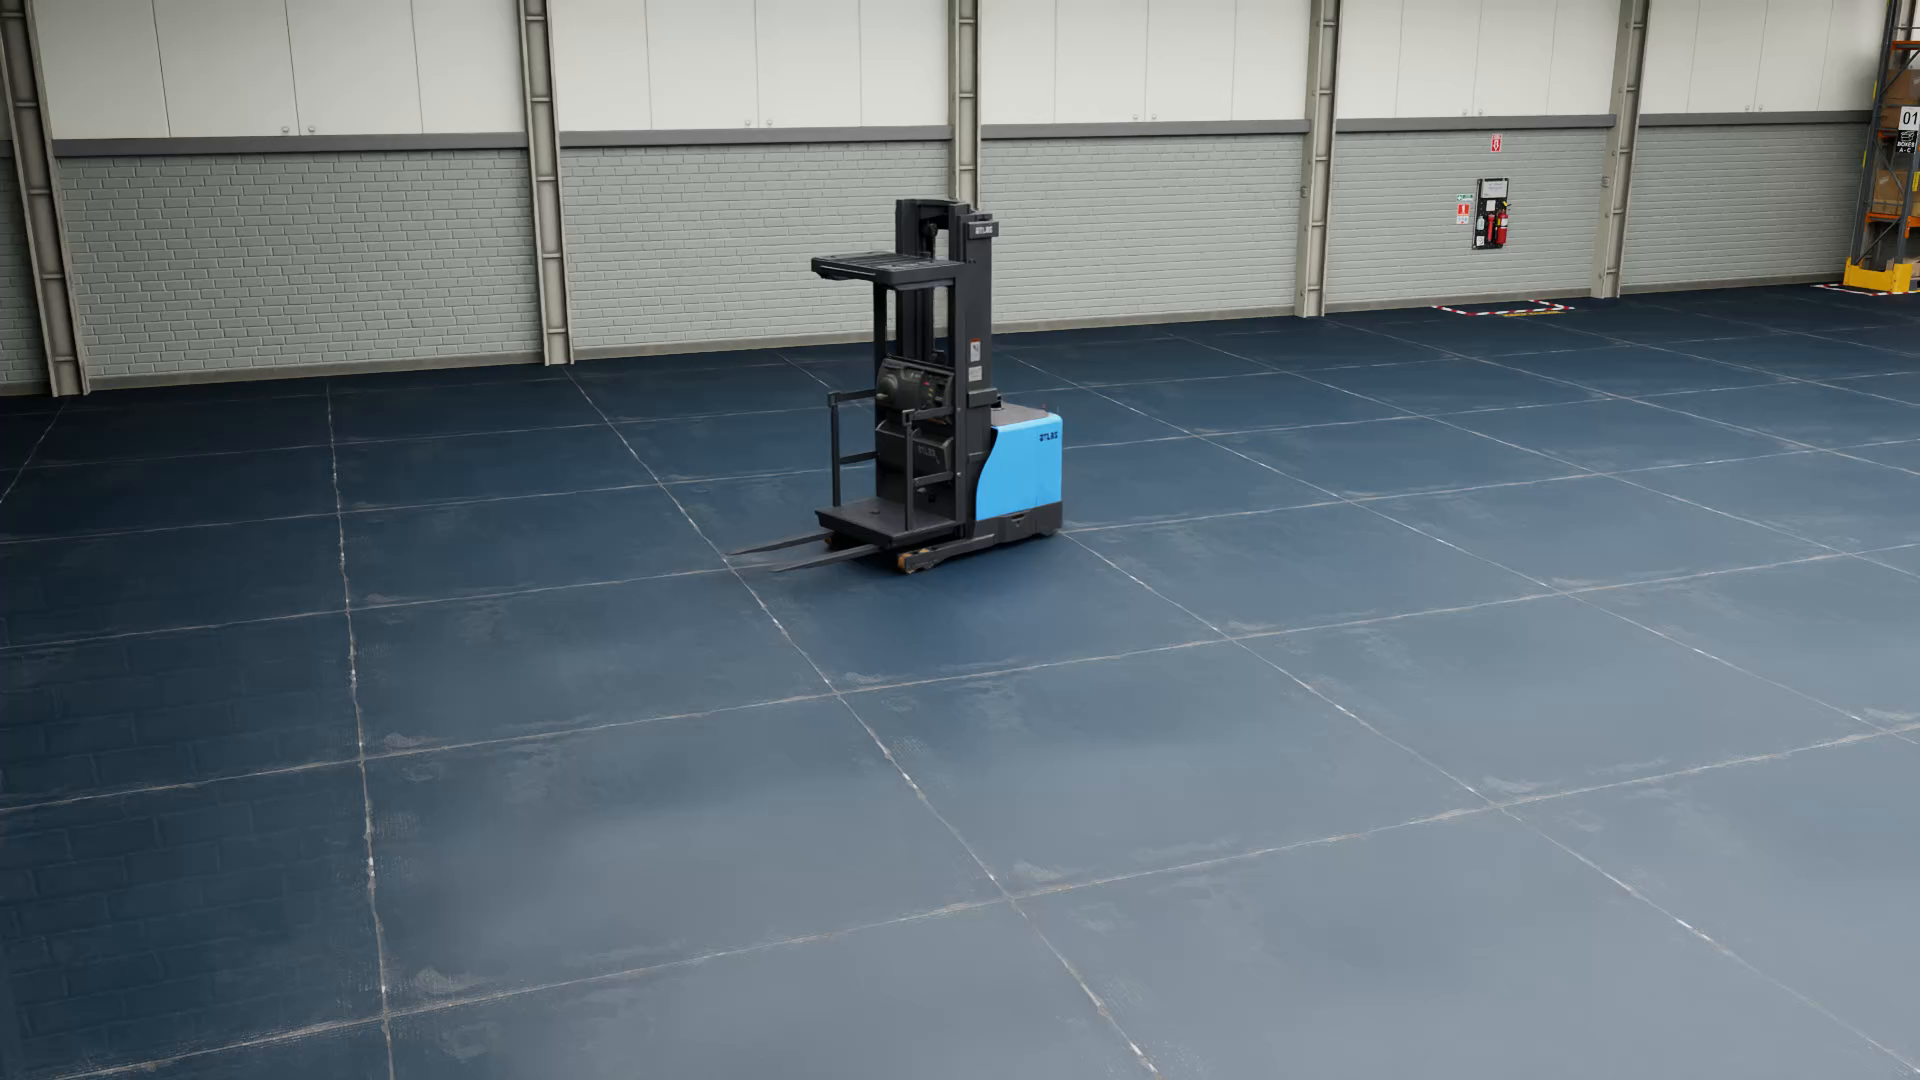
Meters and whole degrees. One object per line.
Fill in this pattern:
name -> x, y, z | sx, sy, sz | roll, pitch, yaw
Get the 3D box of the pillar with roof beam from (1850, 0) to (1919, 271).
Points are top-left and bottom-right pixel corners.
pillar with roof beam -> 18.415, -8.046, 26.027 | 0.400, 9.000, 9.100 | -6, 17, -20

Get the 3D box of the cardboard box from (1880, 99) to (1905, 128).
cardboard box -> 16.829, -7.608, 29.644 | 0.500, 0.500, 0.500 | -5, 17, -16

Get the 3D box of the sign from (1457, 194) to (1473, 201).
sign -> 8.404, -5.697, 27.671 | 0.331, 0.109, 0.001 | -6, 17, -20

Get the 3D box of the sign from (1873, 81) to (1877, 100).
sign -> 16.350, -8.014, 29.671 | 0.005, 0.325, 0.100 | -6, 17, -20

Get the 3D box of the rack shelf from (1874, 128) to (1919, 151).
rack shelf -> 18.398, -7.298, 30.079 | 4.000, 0.370, 1.077 | -6, 17, -20

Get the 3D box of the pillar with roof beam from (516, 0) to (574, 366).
pillar with roof beam -> -3.996, -5.626, 17.787 | 0.400, 9.000, 9.100 | -6, 17, -20

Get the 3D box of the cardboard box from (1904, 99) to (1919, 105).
cardboard box -> 16.932, -7.467, 29.165 | 0.500, 0.500, 0.500 | -6, 17, -19

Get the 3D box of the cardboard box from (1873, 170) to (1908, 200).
cardboard box -> 16.894, -6.403, 29.979 | 0.500, 0.500, 0.500 | -6, 18, -21

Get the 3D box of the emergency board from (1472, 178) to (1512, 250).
emergency board -> 8.950, -5.456, 27.855 | 0.643, 1.169, 0.194 | -6, 17, -20

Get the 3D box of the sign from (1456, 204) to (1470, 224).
sign -> 8.397, -5.445, 27.752 | 0.234, 0.329, 0.001 | -6, 17, -20

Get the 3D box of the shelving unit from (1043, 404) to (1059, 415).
shelving unit -> 0.725, -0.690, 15.085 | 0.252, 1.050, 0.215 | -14, 21, -39

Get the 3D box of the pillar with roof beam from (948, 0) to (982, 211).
pillar with roof beam -> 1.606, -6.231, 19.847 | 0.400, 9.000, 9.100 | -6, 17, -20

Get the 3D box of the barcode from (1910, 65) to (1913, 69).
barcode -> 17.014, -8.460, 29.743 | 0.075, 0.075, 0.001 | -6, 17, -20

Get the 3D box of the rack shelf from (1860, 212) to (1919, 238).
rack shelf -> 18.398, -5.859, 30.502 | 4.000, 0.370, 1.077 | -6, 17, -20

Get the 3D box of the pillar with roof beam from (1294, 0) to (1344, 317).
pillar with roof beam -> 7.209, -6.836, 21.907 | 0.400, 9.000, 9.100 | -6, 17, -20

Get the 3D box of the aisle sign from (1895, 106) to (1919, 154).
aisle sign -> 16.570, -7.163, 29.054 | 0.004, 0.787, 0.394 | -6, 17, -20

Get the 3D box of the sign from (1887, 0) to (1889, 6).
sign -> 16.350, -9.553, 29.219 | 0.005, 0.325, 0.100 | -6, 17, -20

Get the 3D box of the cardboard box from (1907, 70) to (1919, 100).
cardboard box -> 16.977, -7.954, 29.048 | 0.500, 0.500, 0.500 | -8, 18, -24

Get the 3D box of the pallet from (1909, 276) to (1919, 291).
pallet -> 17.372, -4.744, 30.380 | 1.213, 0.211, 1.003 | -6, 17, -20

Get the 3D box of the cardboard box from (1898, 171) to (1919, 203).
cardboard box -> 17.083, -6.269, 29.521 | 0.500, 0.500, 0.500 | -6, 17, -20

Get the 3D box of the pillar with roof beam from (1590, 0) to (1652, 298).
pillar with roof beam -> 12.812, -7.441, 23.967 | 0.400, 9.000, 9.100 | -6, 17, -20

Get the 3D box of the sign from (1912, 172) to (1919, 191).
sign -> 16.724, -6.275, 29.106 | 0.005, 0.325, 0.100 | -6, 17, -20

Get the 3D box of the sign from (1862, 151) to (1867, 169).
sign -> 16.350, -6.857, 30.010 | 0.005, 0.325, 0.100 | -6, 17, -20

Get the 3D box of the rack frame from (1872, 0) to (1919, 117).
rack frame -> 16.530, -8.881, 28.868 | 0.127, 3.000, 1.000 | -6, 17, -20

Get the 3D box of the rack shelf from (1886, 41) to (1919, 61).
rack shelf -> 18.398, -8.735, 29.657 | 4.000, 0.370, 1.077 | -6, 17, -20

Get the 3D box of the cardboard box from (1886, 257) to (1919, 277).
cardboard box -> 17.208, -4.969, 30.188 | 0.500, 0.311, 0.500 | -8, 18, -26

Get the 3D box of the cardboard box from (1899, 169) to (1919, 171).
cardboard box -> 17.368, -6.451, 30.143 | 0.500, 0.500, 0.500 | -6, 17, -19

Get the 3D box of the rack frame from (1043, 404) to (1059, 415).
rack frame -> 0.818, -0.713, 15.162 | 0.008, 1.050, 0.200 | -14, 21, -39

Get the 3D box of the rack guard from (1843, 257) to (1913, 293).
rack guard -> 16.601, -4.810, 30.092 | 0.348, 0.500, 1.175 | -6, 17, -20

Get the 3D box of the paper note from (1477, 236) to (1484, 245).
paper note -> 8.760, -5.034, 27.980 | 0.142, 0.148, 0.016 | -6, 17, -20

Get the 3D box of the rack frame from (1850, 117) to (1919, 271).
rack frame -> 16.530, -6.002, 29.714 | 0.127, 3.000, 1.000 | -6, 17, -20

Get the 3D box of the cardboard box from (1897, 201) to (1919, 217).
cardboard box -> 17.099, -5.905, 29.615 | 0.500, 0.250, 0.500 | -7, 18, -22

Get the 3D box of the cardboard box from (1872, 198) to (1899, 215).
cardboard box -> 16.897, -6.038, 30.066 | 0.500, 0.250, 0.500 | -6, 17, -19

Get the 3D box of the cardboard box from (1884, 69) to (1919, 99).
cardboard box -> 16.839, -8.091, 29.516 | 0.500, 0.500, 0.500 | -5, 17, -18

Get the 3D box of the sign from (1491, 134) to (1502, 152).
sign -> 8.907, -6.594, 27.615 | 0.199, 0.298, 0.001 | -6, 17, -20

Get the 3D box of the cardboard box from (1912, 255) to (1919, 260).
cardboard box -> 17.741, -5.027, 30.383 | 0.500, 0.311, 0.500 | -5, 17, -15

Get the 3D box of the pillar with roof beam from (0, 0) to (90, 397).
pillar with roof beam -> -9.599, -5.021, 15.727 | 0.400, 9.000, 9.100 | -6, 17, -20

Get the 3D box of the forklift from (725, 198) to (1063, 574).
forklift -> -0.539, -1.296, 13.810 | 3.031, 2.935, 1.130 | -14, 21, -39
